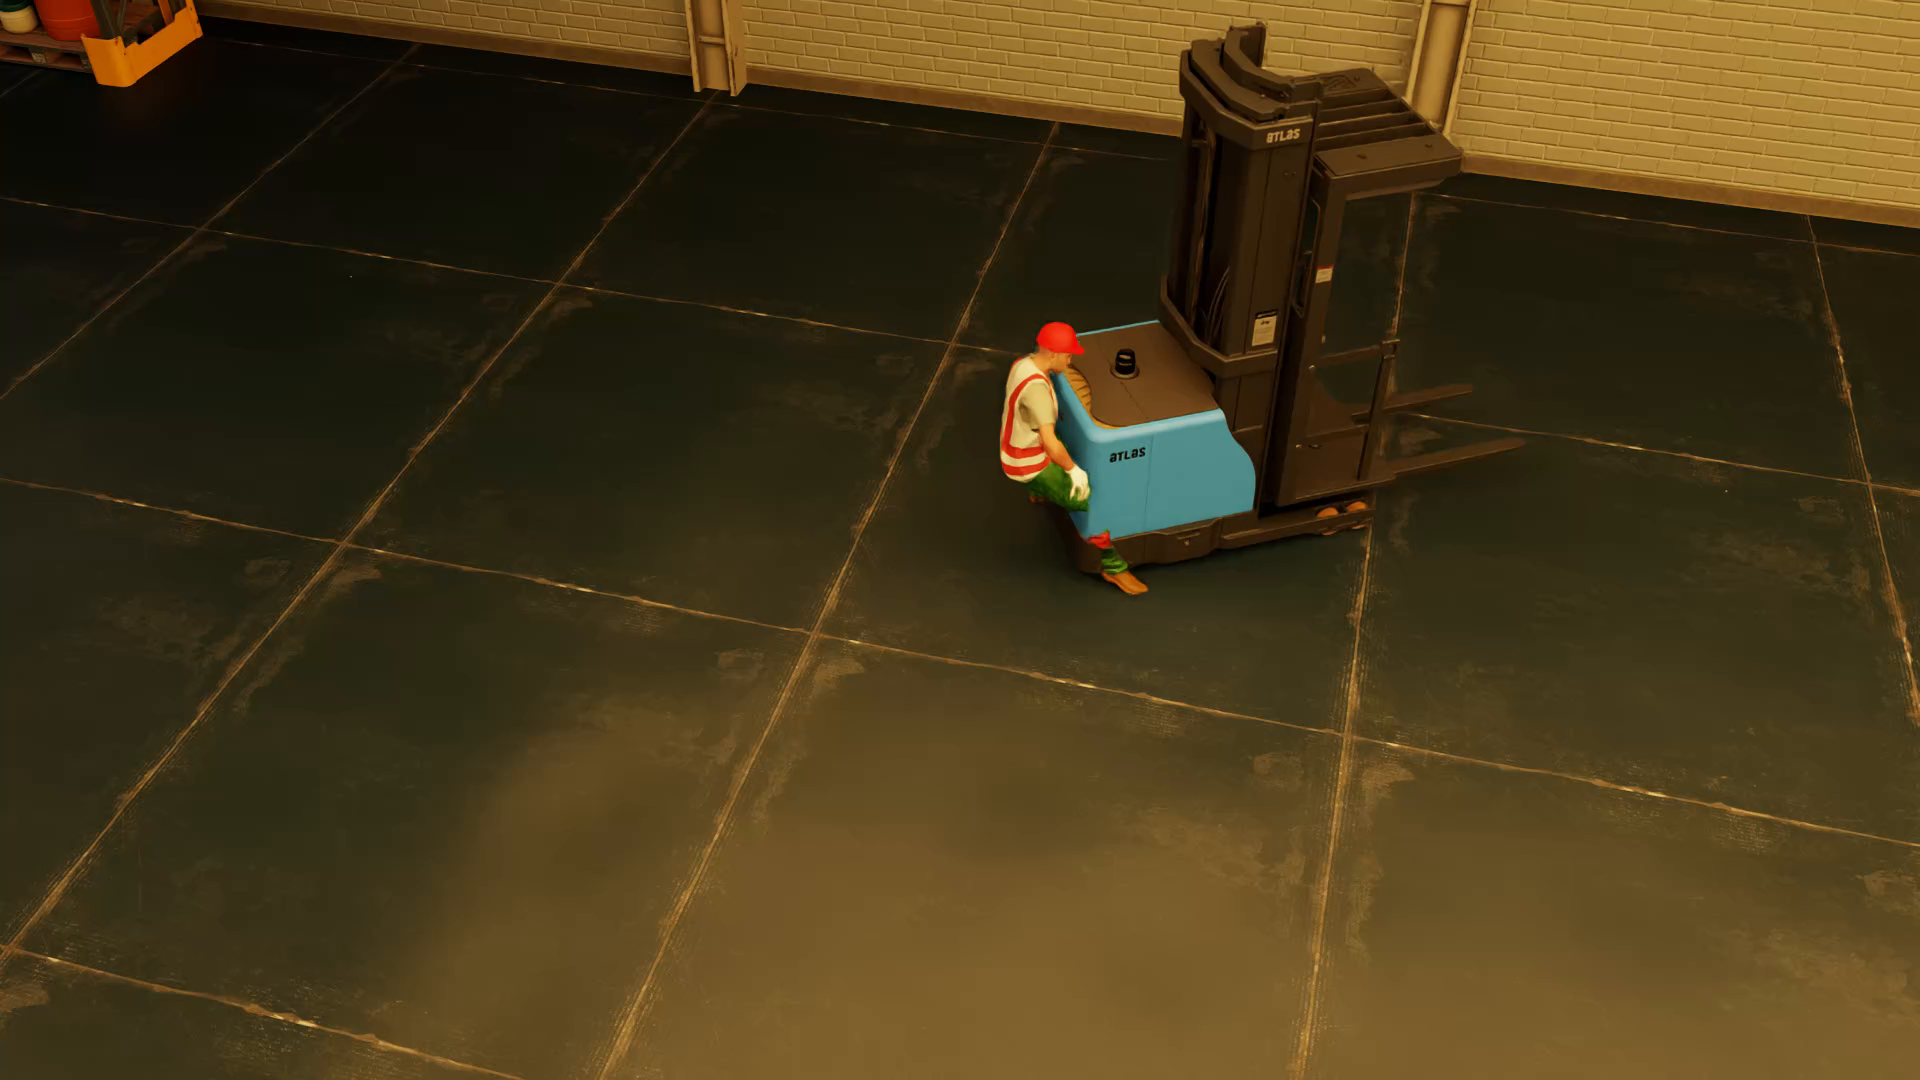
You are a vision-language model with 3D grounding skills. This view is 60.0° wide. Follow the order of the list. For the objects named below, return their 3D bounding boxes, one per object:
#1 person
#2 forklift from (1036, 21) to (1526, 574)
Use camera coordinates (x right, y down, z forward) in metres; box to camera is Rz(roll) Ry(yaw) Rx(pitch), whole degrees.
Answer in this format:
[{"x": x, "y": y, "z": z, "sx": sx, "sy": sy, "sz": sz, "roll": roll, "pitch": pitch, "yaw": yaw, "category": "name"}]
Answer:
[{"x": 0.671, "y": -0.526, "z": 9.539, "sx": 0.890, "sy": 1.559, "sz": 0.954, "roll": 1, "pitch": 41, "yaw": 1, "category": "person"}, {"x": 2.008, "y": -1.456, "z": 9.522, "sx": 3.031, "sy": 2.935, "sz": 1.130, "roll": -11, "pitch": 43, "yaw": -13, "category": "forklift"}]
